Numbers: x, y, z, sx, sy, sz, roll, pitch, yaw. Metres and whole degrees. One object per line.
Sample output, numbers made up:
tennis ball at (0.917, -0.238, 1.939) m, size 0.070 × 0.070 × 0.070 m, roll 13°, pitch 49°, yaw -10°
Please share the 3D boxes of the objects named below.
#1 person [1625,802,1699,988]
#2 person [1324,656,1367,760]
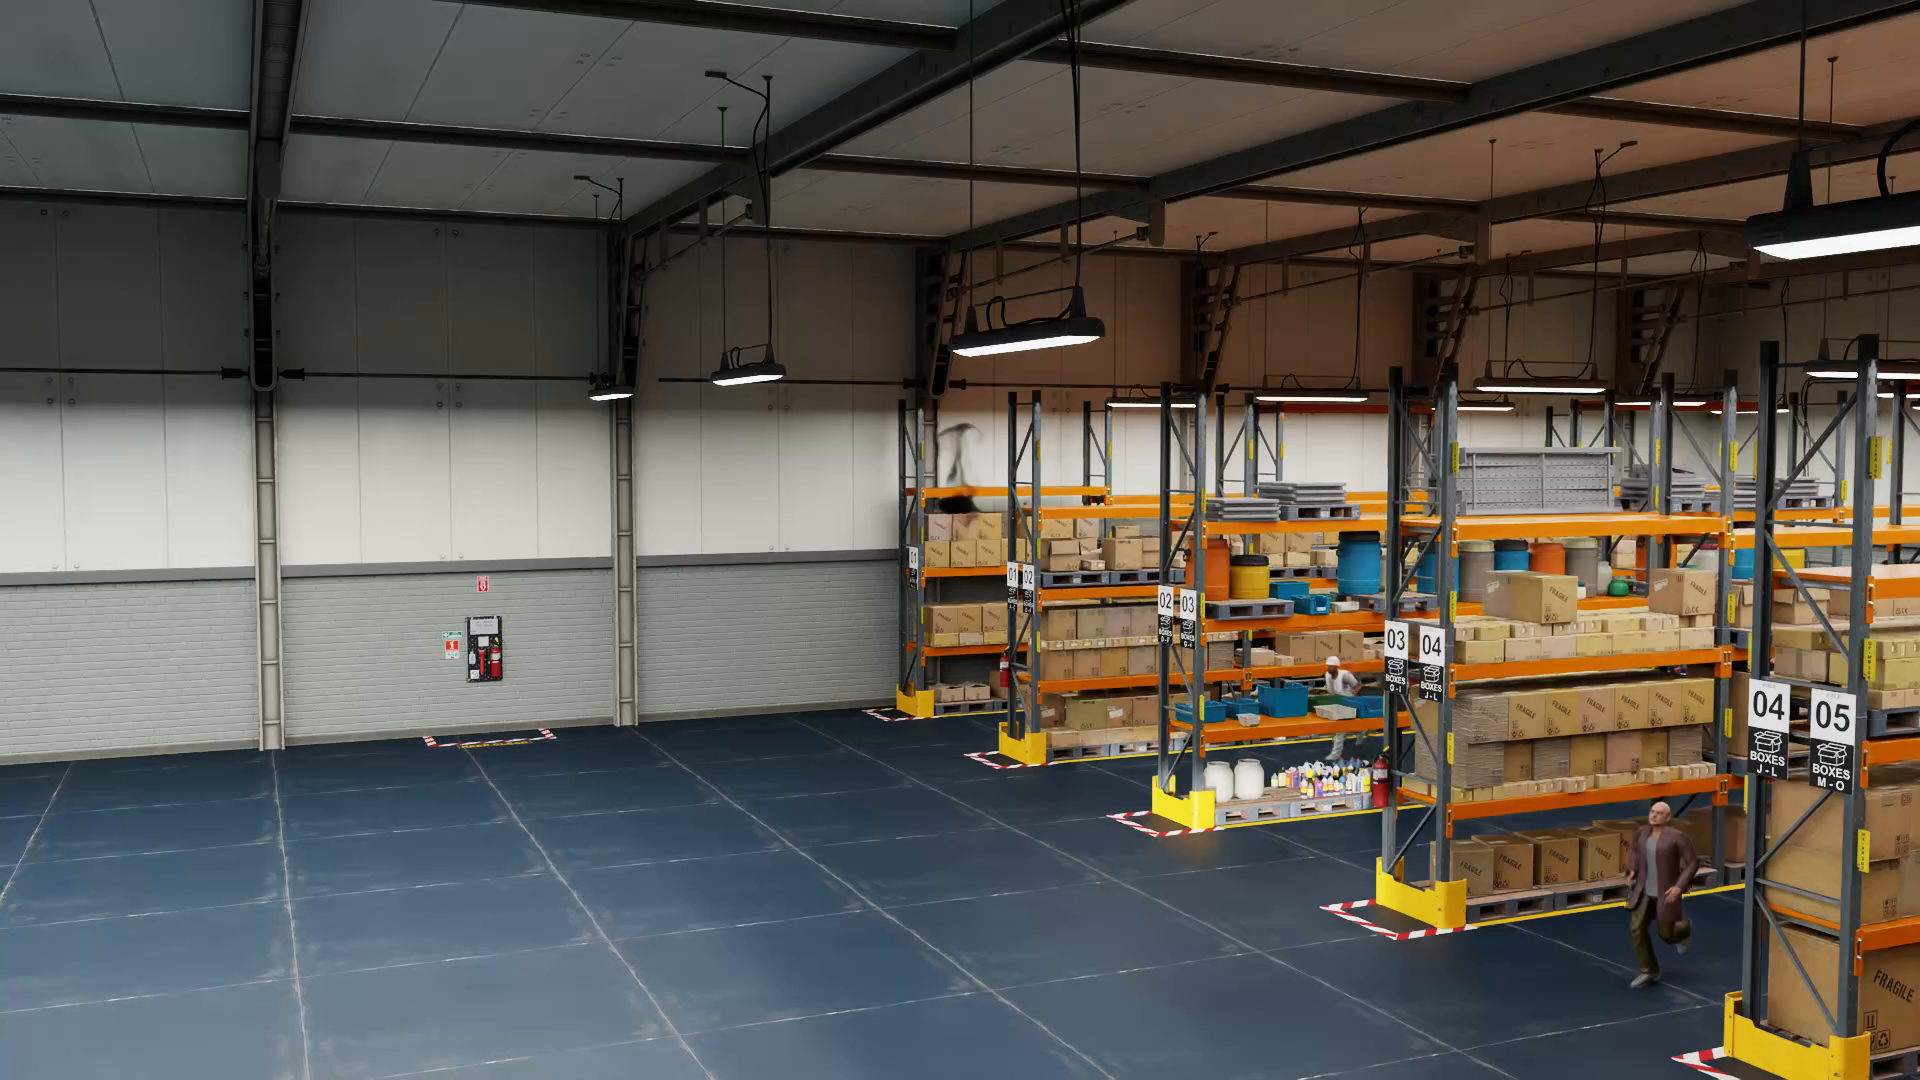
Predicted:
person at (6.729, 3.378, 15.992) m, size 0.844 × 1.742 × 0.719 m, roll -3°, pitch 5°, yaw -43°
person at (6.328, 2.738, 27.204) m, size 0.950 × 1.721 × 0.682 m, roll -2°, pitch 4°, yaw -35°
